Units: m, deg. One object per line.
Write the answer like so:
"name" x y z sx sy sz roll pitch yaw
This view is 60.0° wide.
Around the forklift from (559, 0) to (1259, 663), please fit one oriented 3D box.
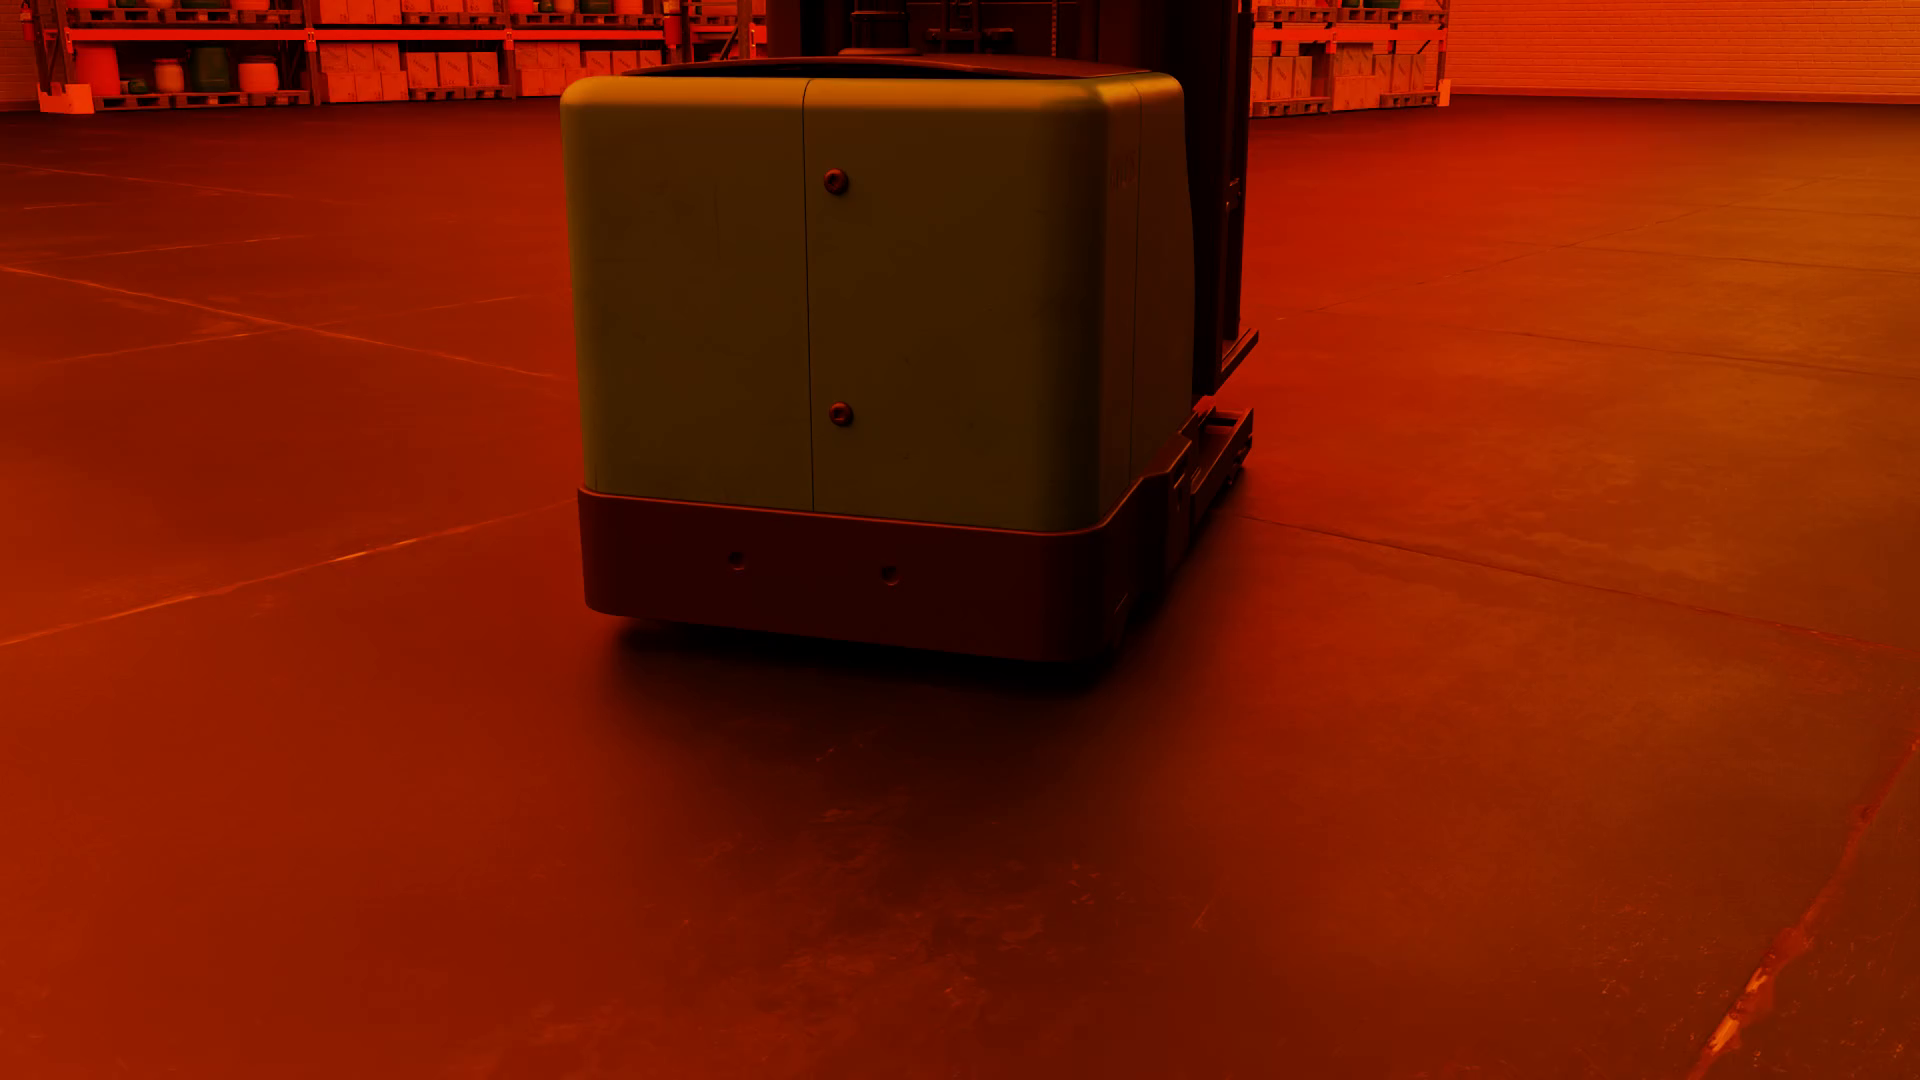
"forklift" 0.182 -1.571 4.072 1.130 2.935 3.031 5 18 17
